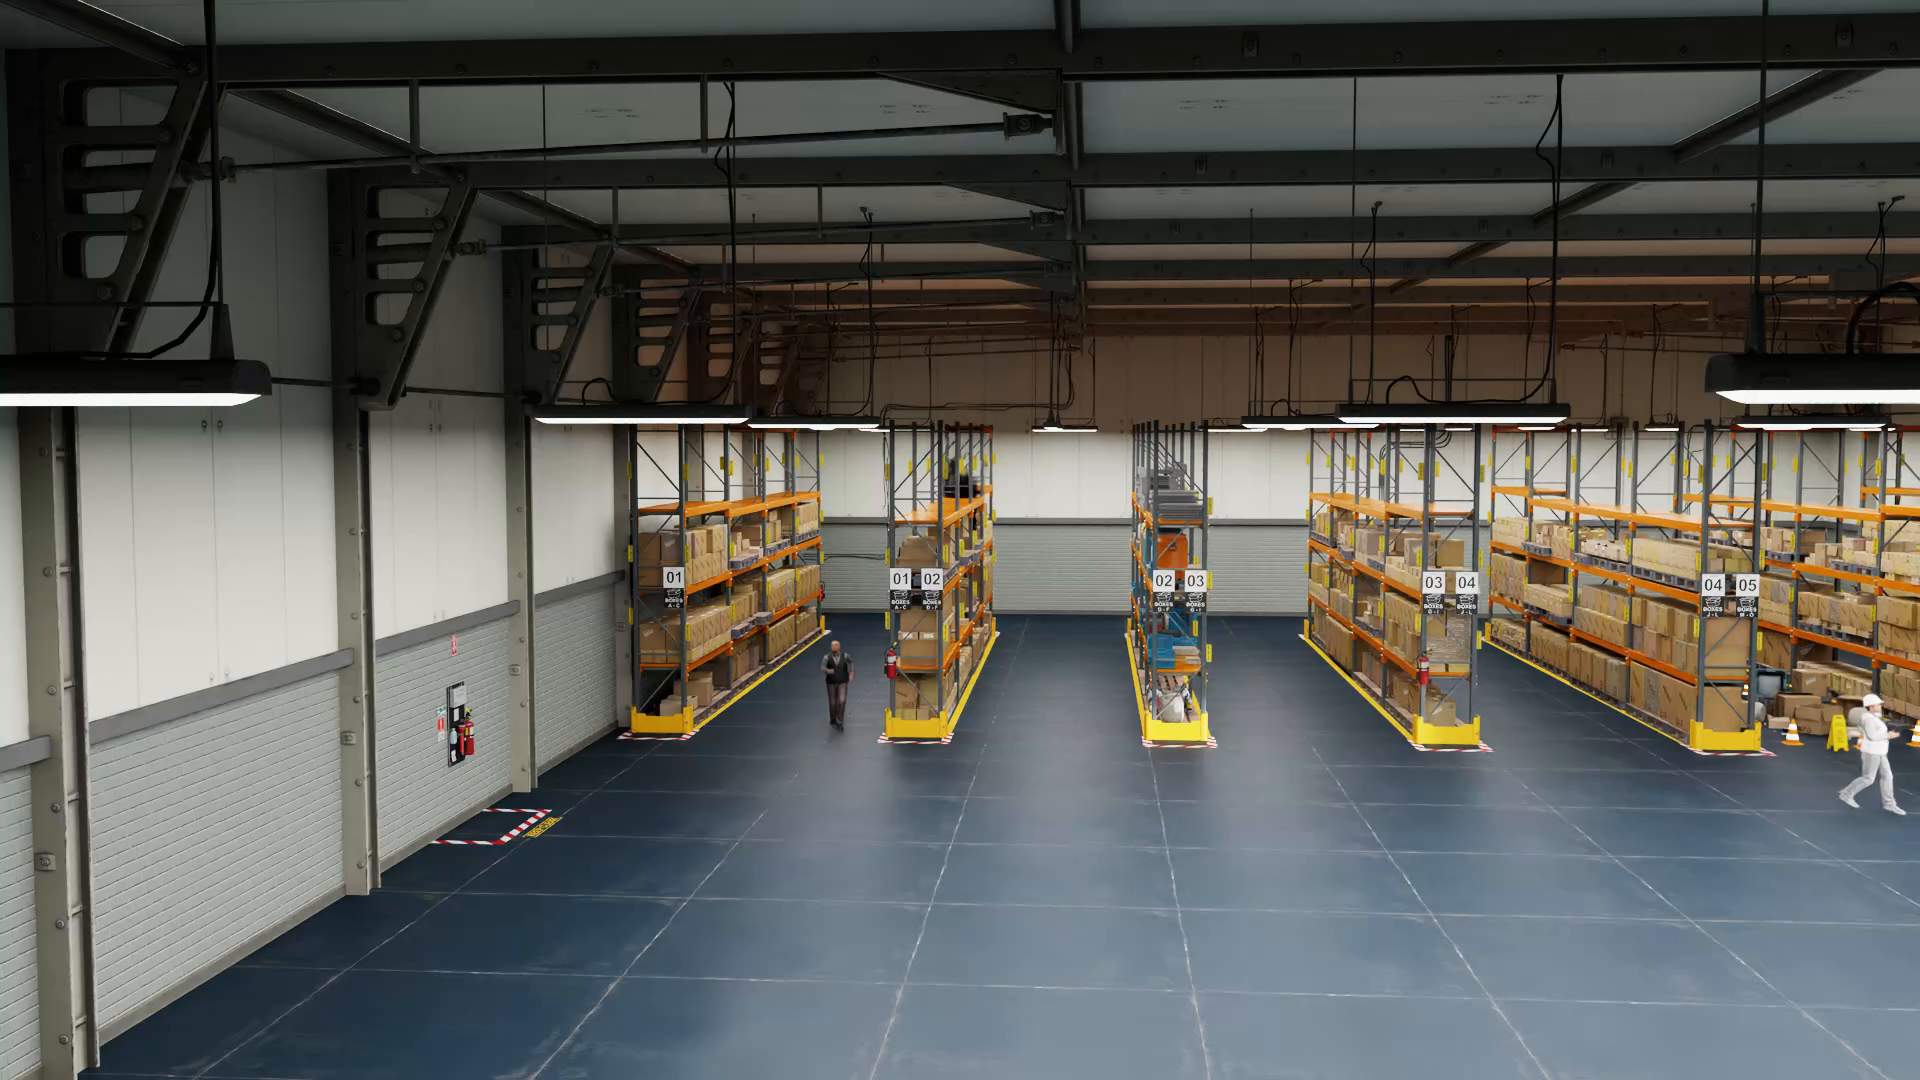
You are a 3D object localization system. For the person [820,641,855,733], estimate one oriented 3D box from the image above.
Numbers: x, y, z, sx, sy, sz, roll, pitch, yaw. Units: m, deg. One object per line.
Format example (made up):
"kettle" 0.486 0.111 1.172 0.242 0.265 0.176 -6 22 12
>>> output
"person" -2.388 2.835 32.337 0.658 1.757 0.822 0 4 -1

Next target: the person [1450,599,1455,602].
"person" 13.687 1.933 46.875 0.508 1.667 0.797 -3 5 -43

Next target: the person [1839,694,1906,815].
"person" 13.787 3.220 25.089 0.882 1.783 0.657 3 5 38
